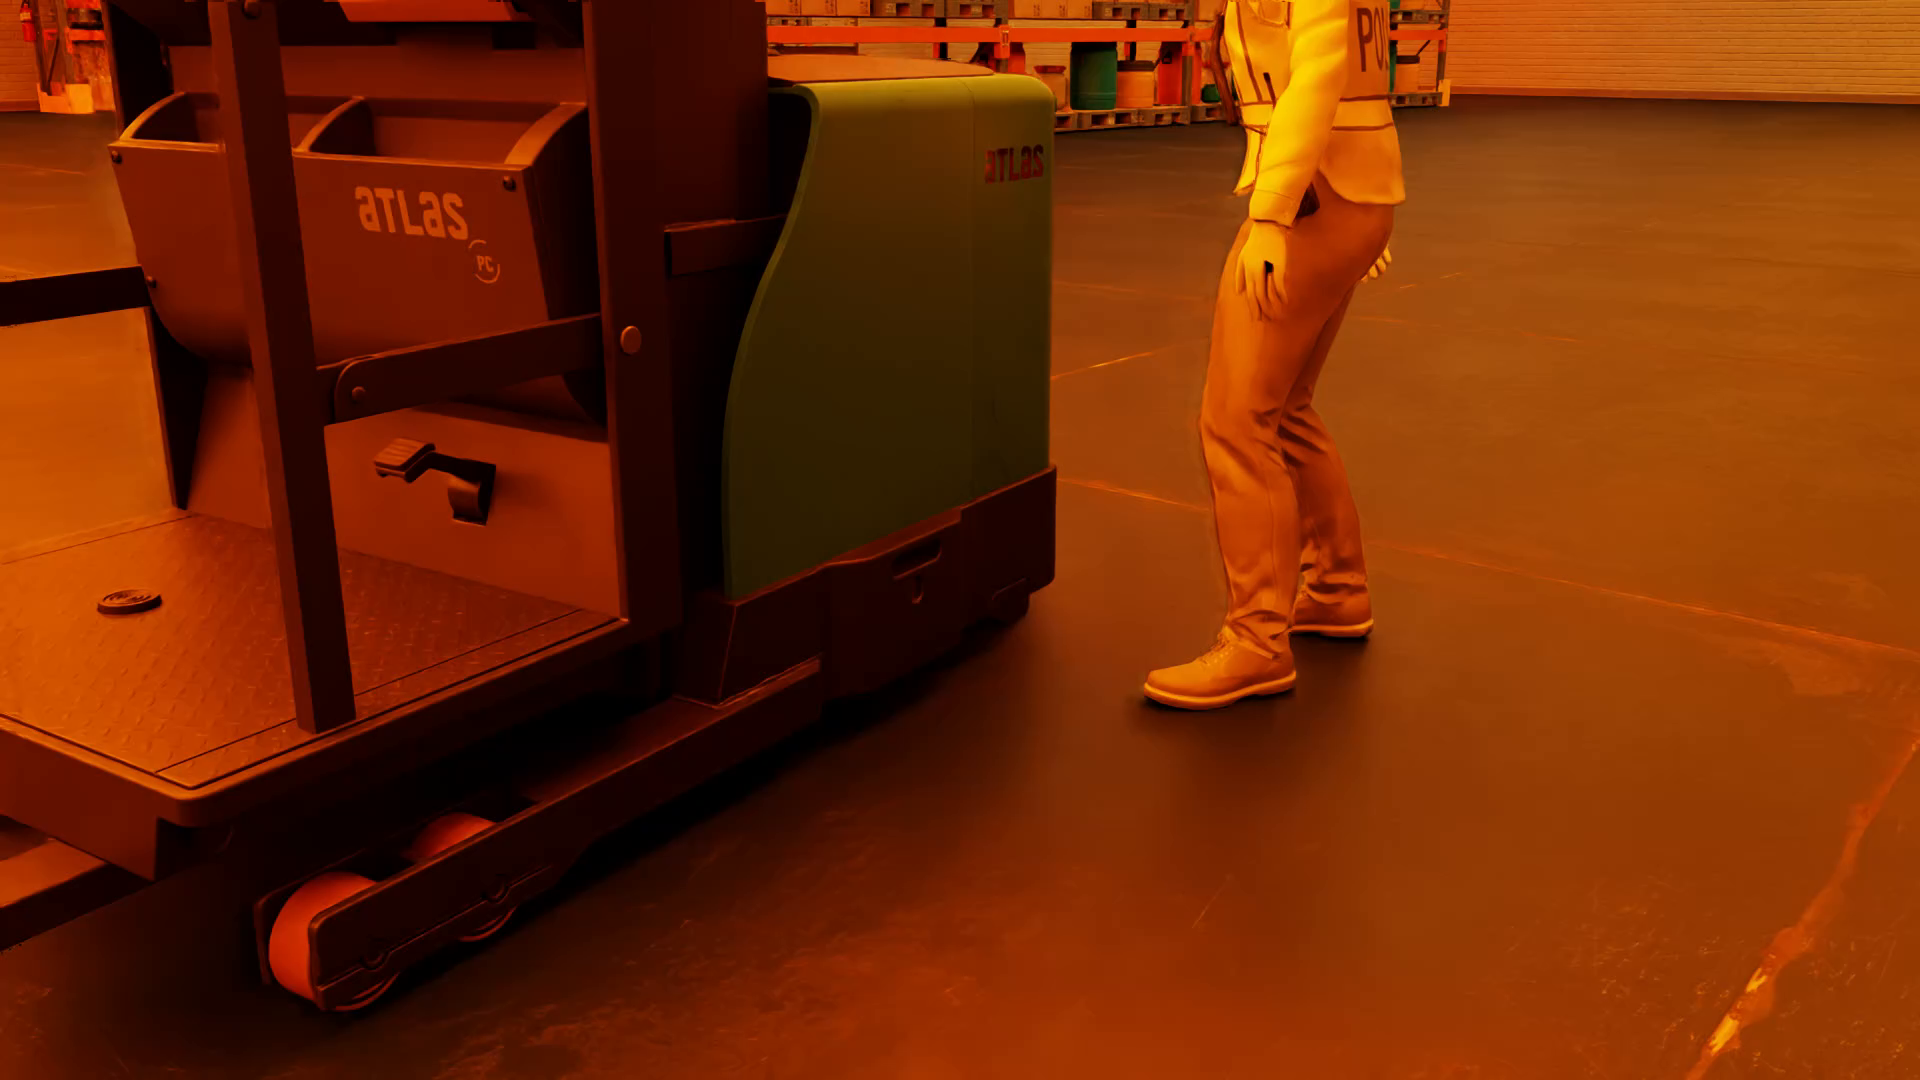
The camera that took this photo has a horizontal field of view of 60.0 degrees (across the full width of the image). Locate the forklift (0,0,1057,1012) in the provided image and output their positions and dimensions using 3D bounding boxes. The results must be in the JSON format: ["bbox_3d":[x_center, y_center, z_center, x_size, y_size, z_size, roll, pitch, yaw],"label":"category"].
[{"bbox_3d":[-1.025,-0.981,2.128,1.130,2.935,3.031,11,20,31],"label":"forklift"}]

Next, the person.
[{"bbox_3d":[0.608,-0.571,3.021,0.373,1.639,0.774,6,18,19],"label":"person"}]
